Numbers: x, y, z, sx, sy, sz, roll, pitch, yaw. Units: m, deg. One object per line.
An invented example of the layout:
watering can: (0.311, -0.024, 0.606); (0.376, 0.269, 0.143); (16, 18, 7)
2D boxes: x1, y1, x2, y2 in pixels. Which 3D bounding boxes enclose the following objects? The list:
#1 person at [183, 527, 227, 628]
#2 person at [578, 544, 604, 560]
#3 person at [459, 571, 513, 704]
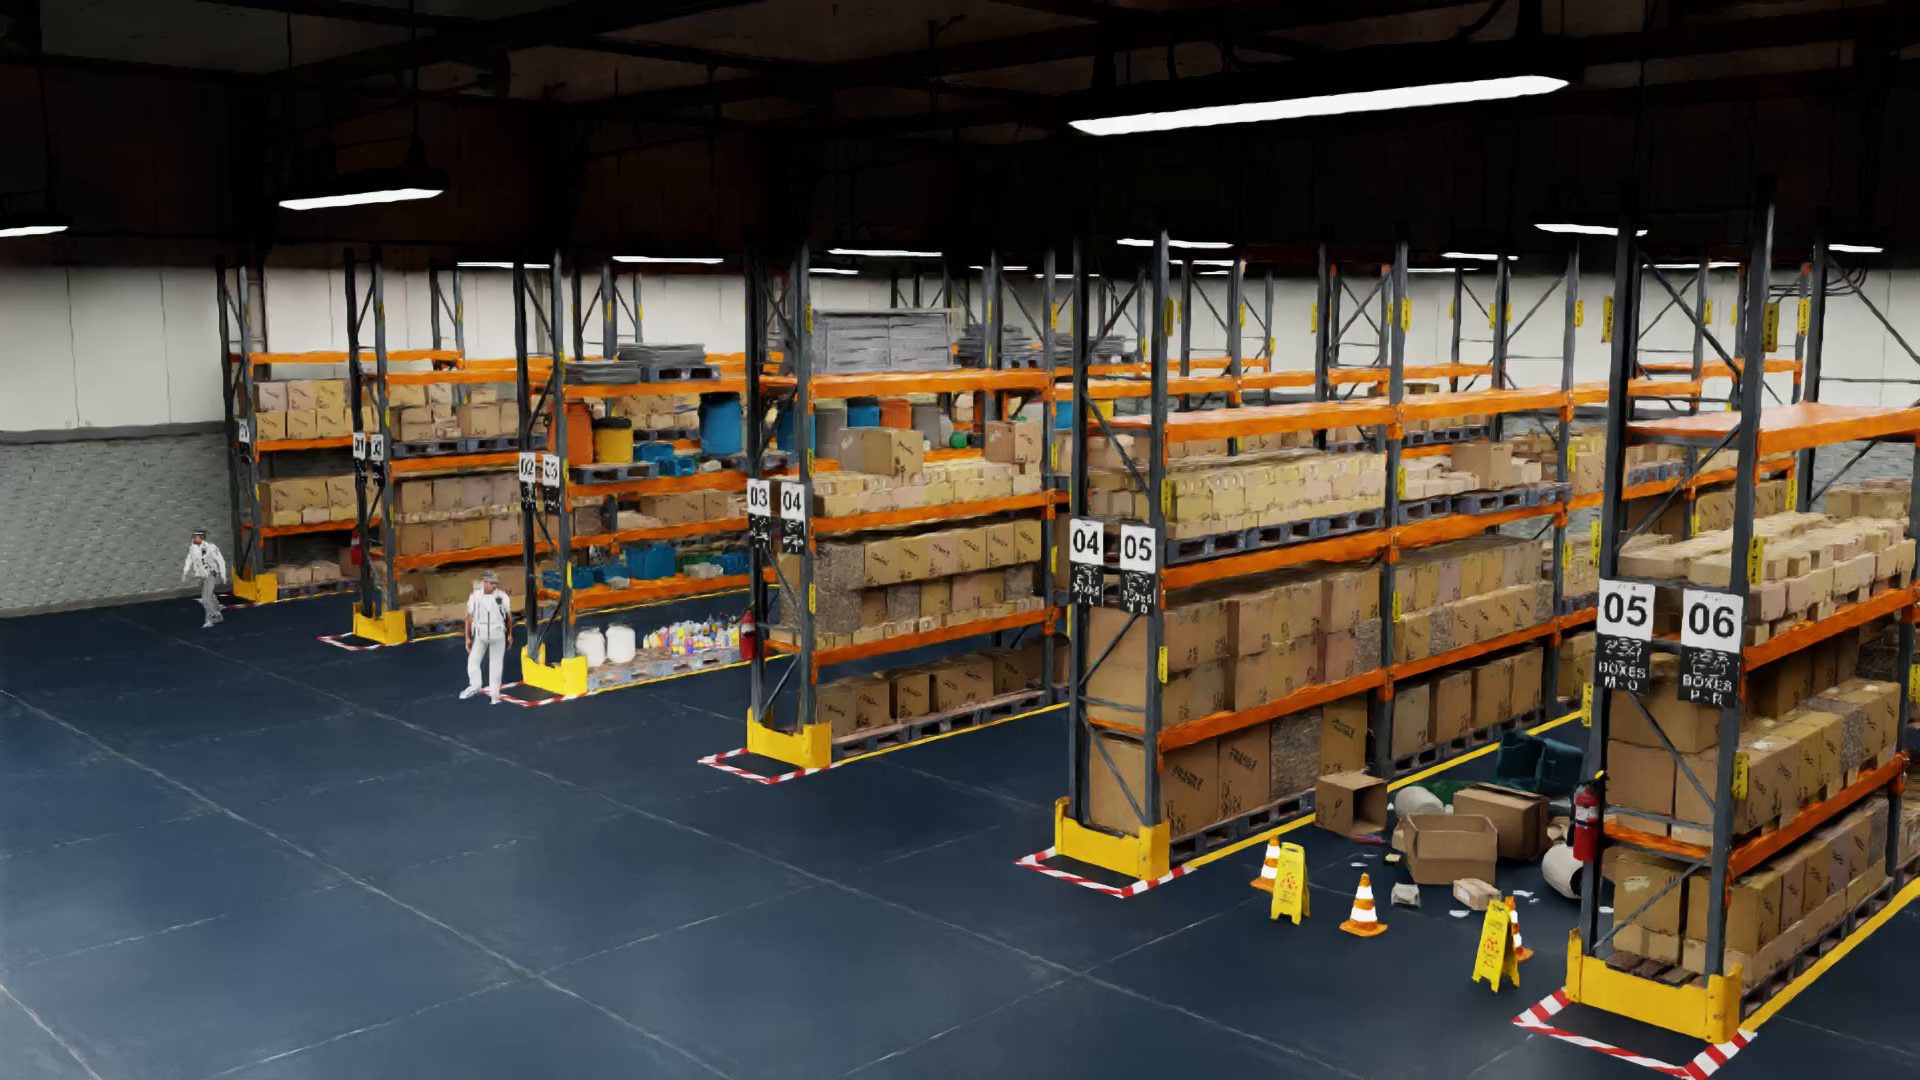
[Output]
person: (-12.120, 0.579, 26.746); (0.618, 1.621, 0.739); (3, 9, 23)
person: (-6.815, 0.014, 30.298); (1.175, 1.696, 0.599); (-7, 11, -42)
person: (-6.162, 1.250, 21.546); (0.712, 1.739, 0.508); (-2, 8, -14)
